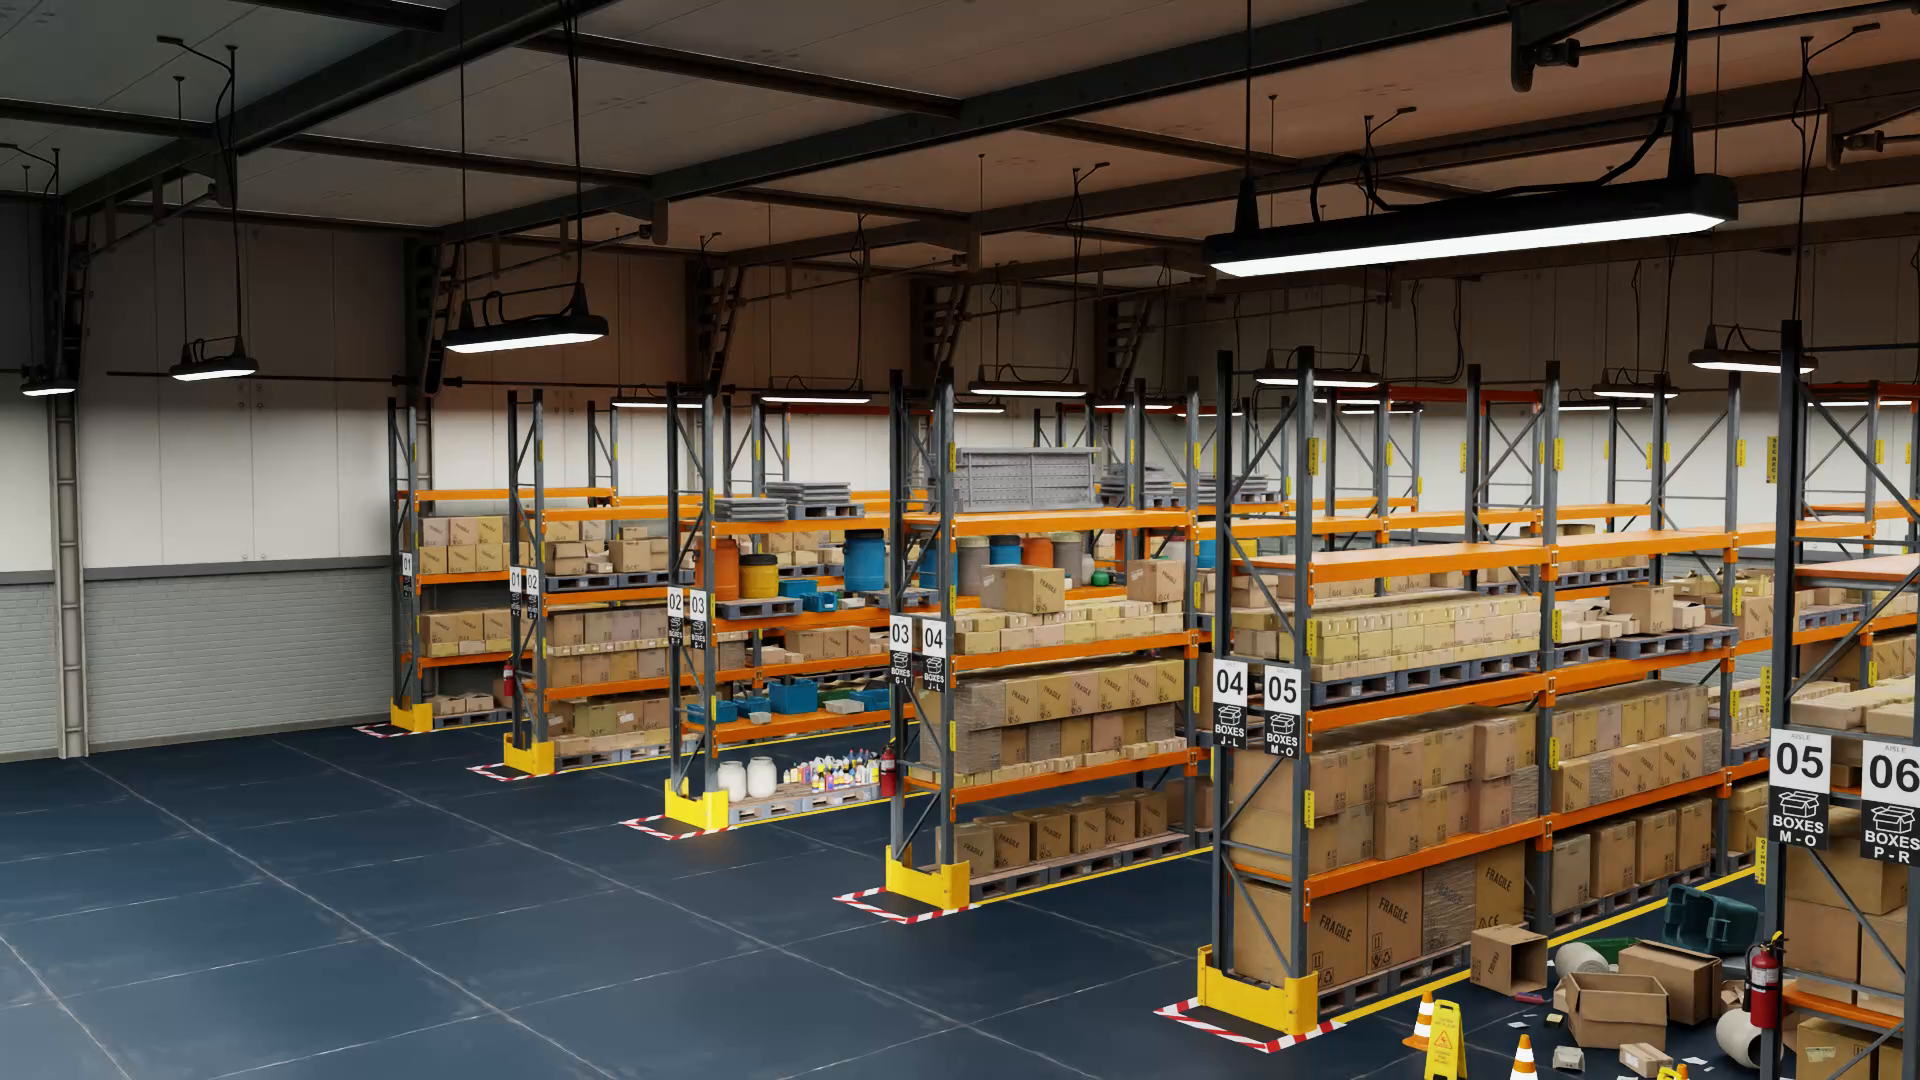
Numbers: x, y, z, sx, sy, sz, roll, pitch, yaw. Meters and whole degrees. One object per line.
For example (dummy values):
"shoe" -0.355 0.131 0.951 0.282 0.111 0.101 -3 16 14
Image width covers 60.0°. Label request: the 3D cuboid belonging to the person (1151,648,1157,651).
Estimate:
"person" 4.875 1.938 40.543 0.554 1.725 1.067 -2 4 -27
